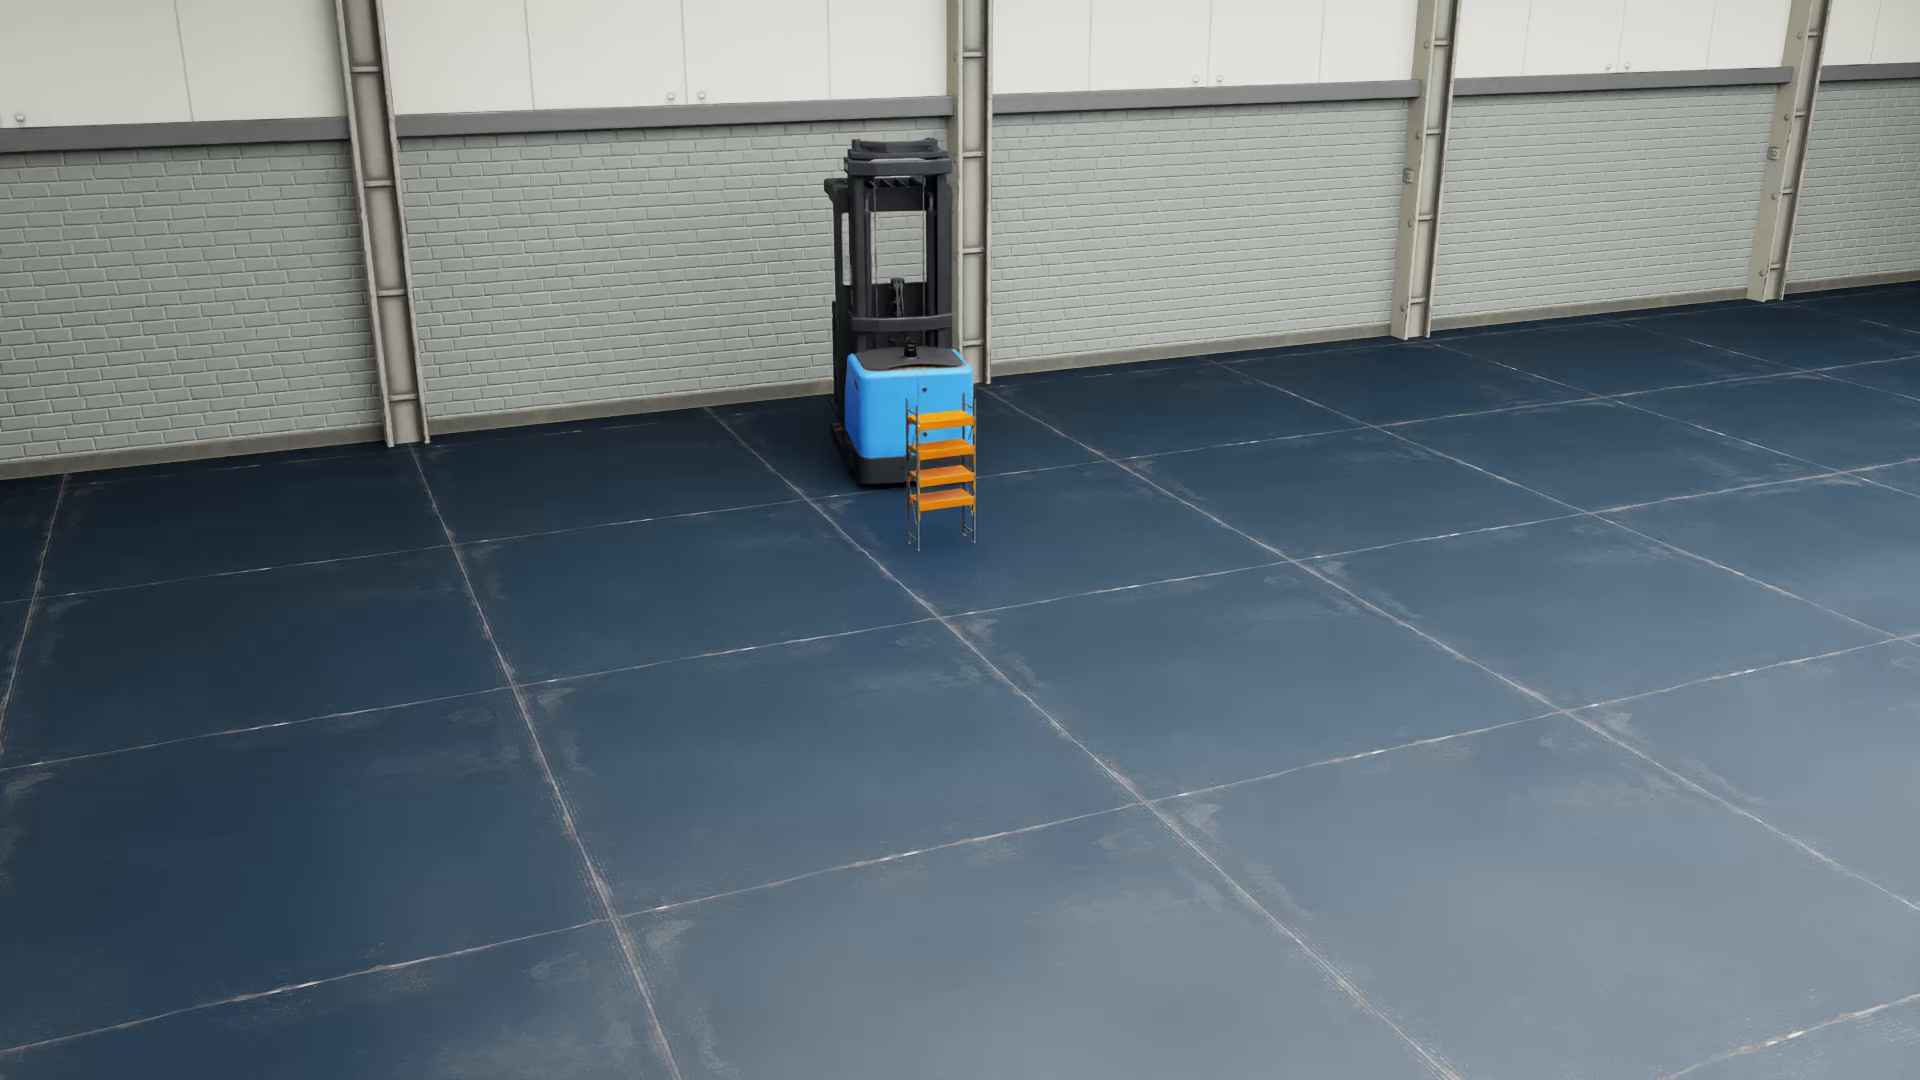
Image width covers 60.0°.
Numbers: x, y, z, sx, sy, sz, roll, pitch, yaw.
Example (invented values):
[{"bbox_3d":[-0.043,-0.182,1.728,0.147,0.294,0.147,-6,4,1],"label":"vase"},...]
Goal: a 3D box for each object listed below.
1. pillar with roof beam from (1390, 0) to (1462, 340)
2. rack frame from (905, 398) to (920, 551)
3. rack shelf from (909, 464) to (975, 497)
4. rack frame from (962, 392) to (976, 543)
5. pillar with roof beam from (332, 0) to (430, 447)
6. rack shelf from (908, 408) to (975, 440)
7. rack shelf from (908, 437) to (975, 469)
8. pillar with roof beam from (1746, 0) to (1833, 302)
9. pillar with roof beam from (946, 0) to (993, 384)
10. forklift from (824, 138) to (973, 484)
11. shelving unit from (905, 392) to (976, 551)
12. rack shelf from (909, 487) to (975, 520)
[{"bbox_3d":[7.315,-5.481,15.539,0.400,9.000,9.100,-8,21,-22],"label":"pillar with roof beam"},{"bbox_3d":[-0.376,-0.512,13.170,0.015,1.200,0.240,-8,21,-22],"label":"rack frame"},{"bbox_3d":[-0.152,-0.481,13.283,0.480,0.148,0.258,-8,21,-22],"label":"rack shelf"},{"bbox_3d":[0.072,-0.576,13.352,0.015,1.200,0.240,-8,21,-22],"label":"rack frame"},{"bbox_3d":[-3.703,-3.903,11.056,0.400,9.000,9.100,-8,21,-22],"label":"pillar with roof beam"},{"bbox_3d":[-0.152,-0.915,13.130,0.480,0.148,0.258,-8,21,-22],"label":"rack shelf"},{"bbox_3d":[-0.152,-0.692,13.209,0.480,0.148,0.258,-8,21,-22],"label":"rack shelf"},{"bbox_3d":[12.825,-6.270,17.781,0.400,9.000,9.100,-8,21,-22],"label":"pillar with roof beam"},{"bbox_3d":[1.806,-4.692,13.298,0.400,9.000,9.100,-8,21,-22],"label":"pillar with roof beam"},{"bbox_3d":[-0.667,-2.327,15.719,1.130,2.935,3.031,-4,20,-11],"label":"forklift"},{"bbox_3d":[-0.152,-0.544,13.261,0.503,1.200,0.258,-8,21,-22],"label":"shelving unit"},{"bbox_3d":[-0.152,-0.293,13.349,0.480,0.148,0.258,-8,21,-22],"label":"rack shelf"}]
